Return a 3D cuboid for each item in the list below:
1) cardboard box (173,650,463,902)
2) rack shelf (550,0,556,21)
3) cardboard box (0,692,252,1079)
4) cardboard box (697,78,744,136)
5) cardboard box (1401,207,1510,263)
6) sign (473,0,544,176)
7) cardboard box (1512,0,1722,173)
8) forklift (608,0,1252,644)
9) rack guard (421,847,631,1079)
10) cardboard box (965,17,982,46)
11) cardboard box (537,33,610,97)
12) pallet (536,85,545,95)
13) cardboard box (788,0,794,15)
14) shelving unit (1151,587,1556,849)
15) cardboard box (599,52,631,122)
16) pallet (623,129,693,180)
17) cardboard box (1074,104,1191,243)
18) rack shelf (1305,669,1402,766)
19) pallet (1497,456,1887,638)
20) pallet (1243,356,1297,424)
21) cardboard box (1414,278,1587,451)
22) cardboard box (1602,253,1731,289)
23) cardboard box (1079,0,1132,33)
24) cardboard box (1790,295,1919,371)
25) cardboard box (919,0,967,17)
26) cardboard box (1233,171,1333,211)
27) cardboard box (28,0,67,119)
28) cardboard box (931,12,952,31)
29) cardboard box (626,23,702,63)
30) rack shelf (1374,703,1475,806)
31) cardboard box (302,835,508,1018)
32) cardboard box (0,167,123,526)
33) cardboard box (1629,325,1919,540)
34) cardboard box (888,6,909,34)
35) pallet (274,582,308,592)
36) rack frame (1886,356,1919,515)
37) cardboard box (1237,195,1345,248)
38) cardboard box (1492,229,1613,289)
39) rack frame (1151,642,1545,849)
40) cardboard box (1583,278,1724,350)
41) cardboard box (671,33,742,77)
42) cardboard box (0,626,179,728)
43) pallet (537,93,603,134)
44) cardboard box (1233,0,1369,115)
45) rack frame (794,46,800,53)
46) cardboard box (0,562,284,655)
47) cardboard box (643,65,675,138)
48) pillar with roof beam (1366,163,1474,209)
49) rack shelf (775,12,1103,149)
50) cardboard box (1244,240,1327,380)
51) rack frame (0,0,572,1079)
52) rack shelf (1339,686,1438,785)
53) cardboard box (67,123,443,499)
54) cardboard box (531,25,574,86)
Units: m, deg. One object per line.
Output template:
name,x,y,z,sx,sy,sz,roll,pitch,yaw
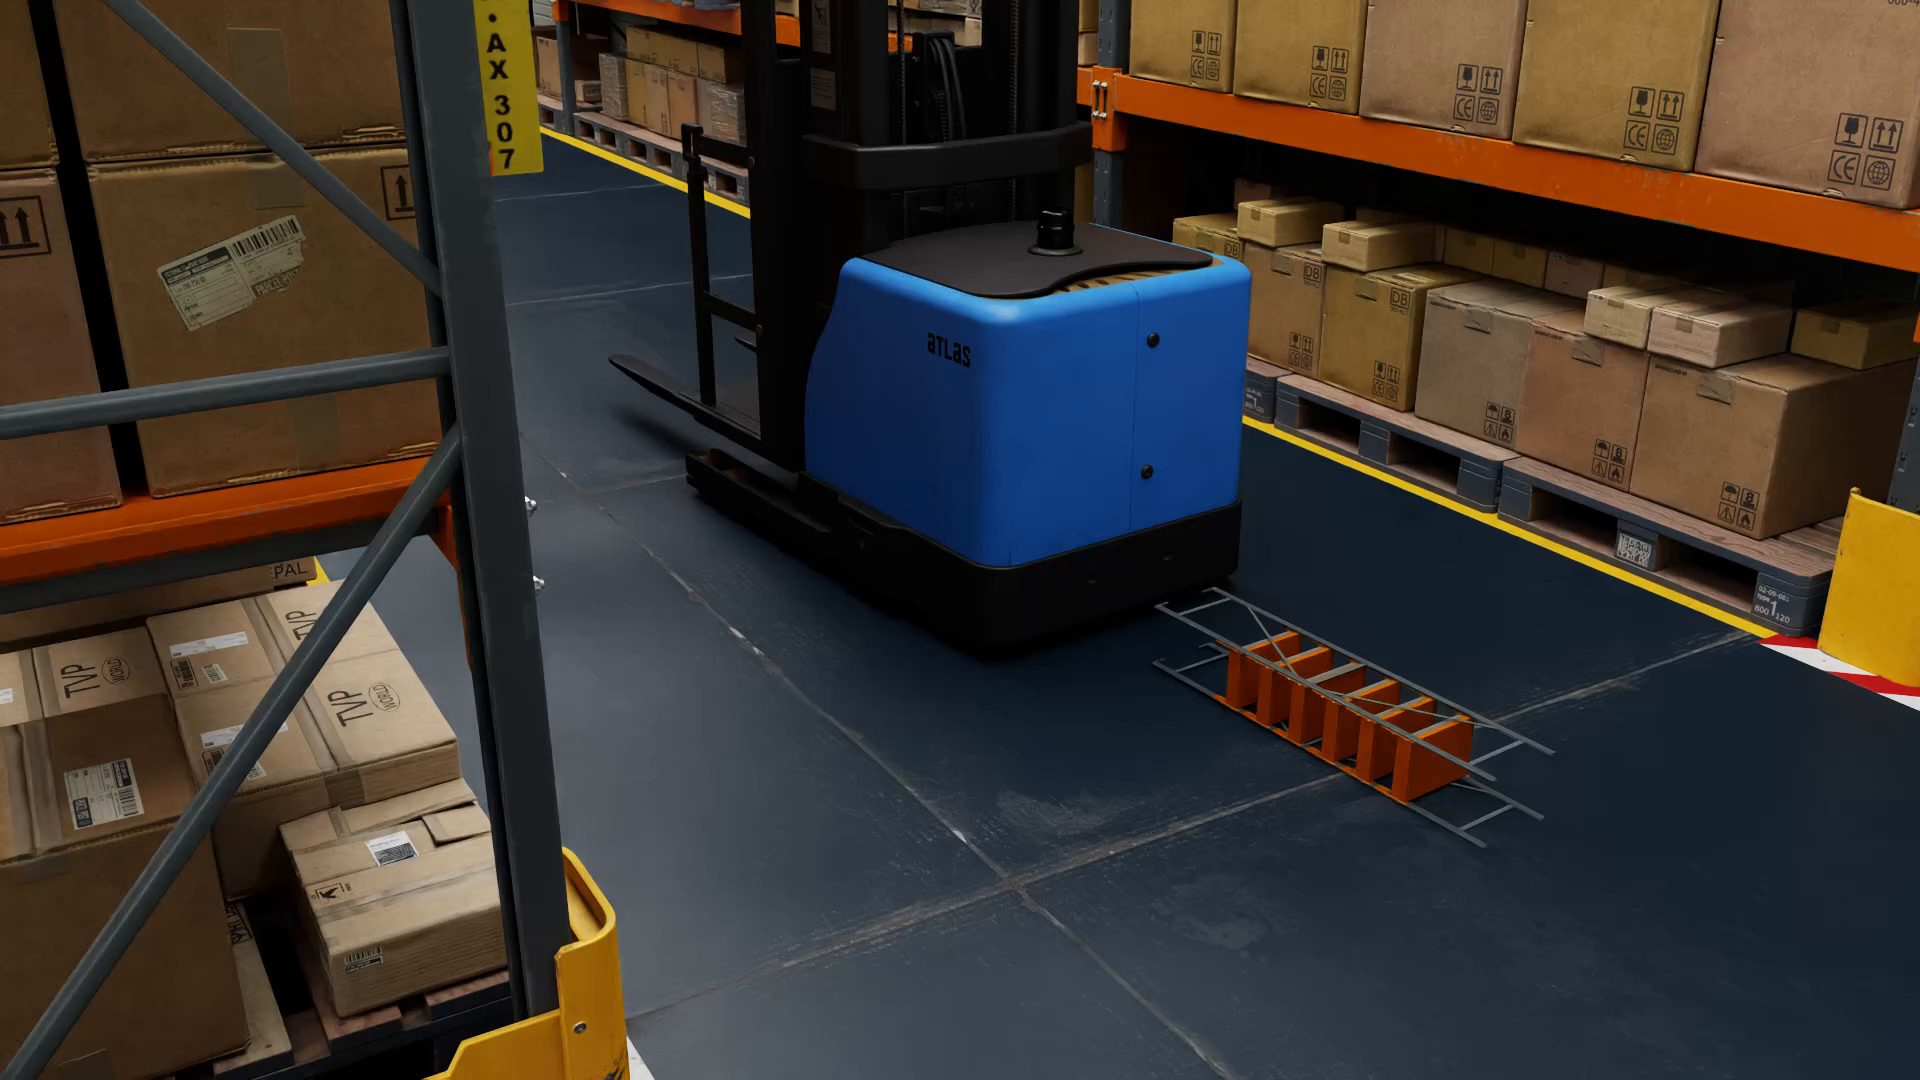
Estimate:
cardboard box,-1.410,0.500,3.664,0.500,0.250,0.500,-13,25,-28
rack shelf,-4.016,-5.330,15.896,1.077,0.370,4.000,-13,25,-28
cardboard box,-1.611,0.648,2.968,0.500,0.500,0.500,-13,25,-28
cardboard box,-1.527,-3.179,12.384,0.700,0.500,0.500,-13,25,-28
cardboard box,2.017,-1.249,6.802,0.380,0.149,0.250,-12,25,-28
sign,-0.655,-0.683,2.358,0.100,0.325,0.005,-13,25,-28
cardboard box,2.485,-1.667,5.530,0.980,0.700,0.700,-13,25,-29
forklift,-0.362,-1.548,5.729,1.130,2.935,3.031,-15,27,-33
rack guard,-1.160,0.956,2.795,1.175,0.500,0.348,-13,25,-28
cardboard box,0.248,-2.618,8.576,0.380,0.149,0.250,-13,25,-28
cardboard box,-3.559,-4.390,15.364,0.500,0.500,0.500,-15,26,-32
pallet,-3.995,-4.330,16.184,1.003,0.211,1.213,-13,25,-28
cardboard box,-0.861,-3.379,10.449,0.380,0.149,0.250,-12,25,-28
shelving unit,1.005,0.440,4.468,0.258,0.189,1.200,-15,27,-32
cardboard box,-2.604,-3.827,13.978,0.700,0.500,0.500,-12,25,-26
pallet,-1.968,-3.077,13.101,1.003,0.211,1.213,-13,25,-28
cardboard box,0.649,-1.810,8.579,0.750,0.750,0.750,-12,25,-28
rack shelf,1.048,0.464,4.411,0.258,0.180,0.103,-15,27,-32
pallet,2.660,-0.083,5.736,1.003,0.211,1.213,-13,25,-28
pallet,1.414,-0.873,7.679,1.003,0.211,1.213,-13,25,-28
cardboard box,2.179,-0.700,6.312,0.700,0.500,0.500,-14,26,-30
cardboard box,2.541,-0.919,5.988,0.380,0.149,0.250,-12,25,-28
cardboard box,0.640,-2.720,7.967,0.500,0.500,0.500,-13,26,-29
cardboard box,2.928,-0.674,5.386,0.380,0.149,0.250,-12,25,-28
cardboard box,0.121,-3.048,8.772,0.500,0.500,0.500,-13,25,-28
cardboard box,1.483,-1.587,7.632,0.380,0.149,0.250,-13,25,-29
cardboard box,-1.395,-1.049,2.948,0.500,0.500,0.500,-12,25,-28
cardboard box,0.065,-2.794,9.008,0.380,0.149,0.250,-13,26,-30
cardboard box,-2.376,-4.032,13.487,0.500,0.250,0.500,-13,26,-29
rack shelf,1.186,0.539,4.230,0.258,0.180,0.103,-15,27,-32
cardboard box,-1.040,0.738,3.214,0.380,0.149,0.250,-13,25,-28
cardboard box,-1.584,-0.316,2.473,0.500,0.500,0.500,-12,25,-27
cardboard box,2.692,-0.375,5.513,0.700,0.500,0.500,-13,25,-28
cardboard box,-0.189,-2.968,9.438,0.380,0.149,0.250,-12,25,-28
pallet,-2.187,0.438,4.455,1.003,0.211,1.213,-13,25,-28
rack frame,3.136,-1.131,4.611,1.000,3.000,0.127,-13,25,-28
cardboard box,1.404,-1.355,7.063,0.380,0.149,0.250,-12,25,-26
cardboard box,2.279,-1.084,6.395,0.380,0.149,0.250,-12,25,-28
rack frame,1.005,0.525,4.503,0.240,0.006,1.200,-15,27,-32
cardboard box,2.339,-0.765,5.610,0.380,0.149,0.250,-12,25,-27
cardboard box,-1.868,-3.699,12.669,0.500,0.250,0.500,-13,25,-28
cardboard box,-2.070,0.451,3.786,0.500,0.250,0.500,-13,25,-28
pallet,-3.368,-3.935,15.211,1.003,0.211,1.213,-13,25,-28
cardboard box,1.724,-2.149,6.717,0.980,0.700,0.700,-13,26,-30
rack frame,-0.951,-3.721,10.982,1.000,3.000,0.127,-13,25,-28
cardboard box,-2.200,0.088,4.343,0.797,0.503,0.637,-13,25,-28
cardboard box,-2.071,-3.496,13.164,0.700,0.500,0.500,-12,25,-28
pillar with roof beam,-1.507,-4.317,4.482,9.100,9.000,0.400,-13,25,-28
rack shelf,0.071,-2.740,9.525,1.077,0.370,4.000,-13,25,-28
cardboard box,1.640,-1.038,7.143,0.700,0.500,0.500,-13,25,-29
rack frame,-1.118,-0.178,2.266,0.949,2.616,0.053,-13,25,-28
rack shelf,1.117,0.502,4.320,0.258,0.180,0.103,-15,27,-32
cardboard box,-1.121,-0.418,2.723,0.500,0.500,0.500,-12,25,-27
cardboard box,-4.138,-4.684,16.086,0.700,0.500,0.500,-14,26,-32
